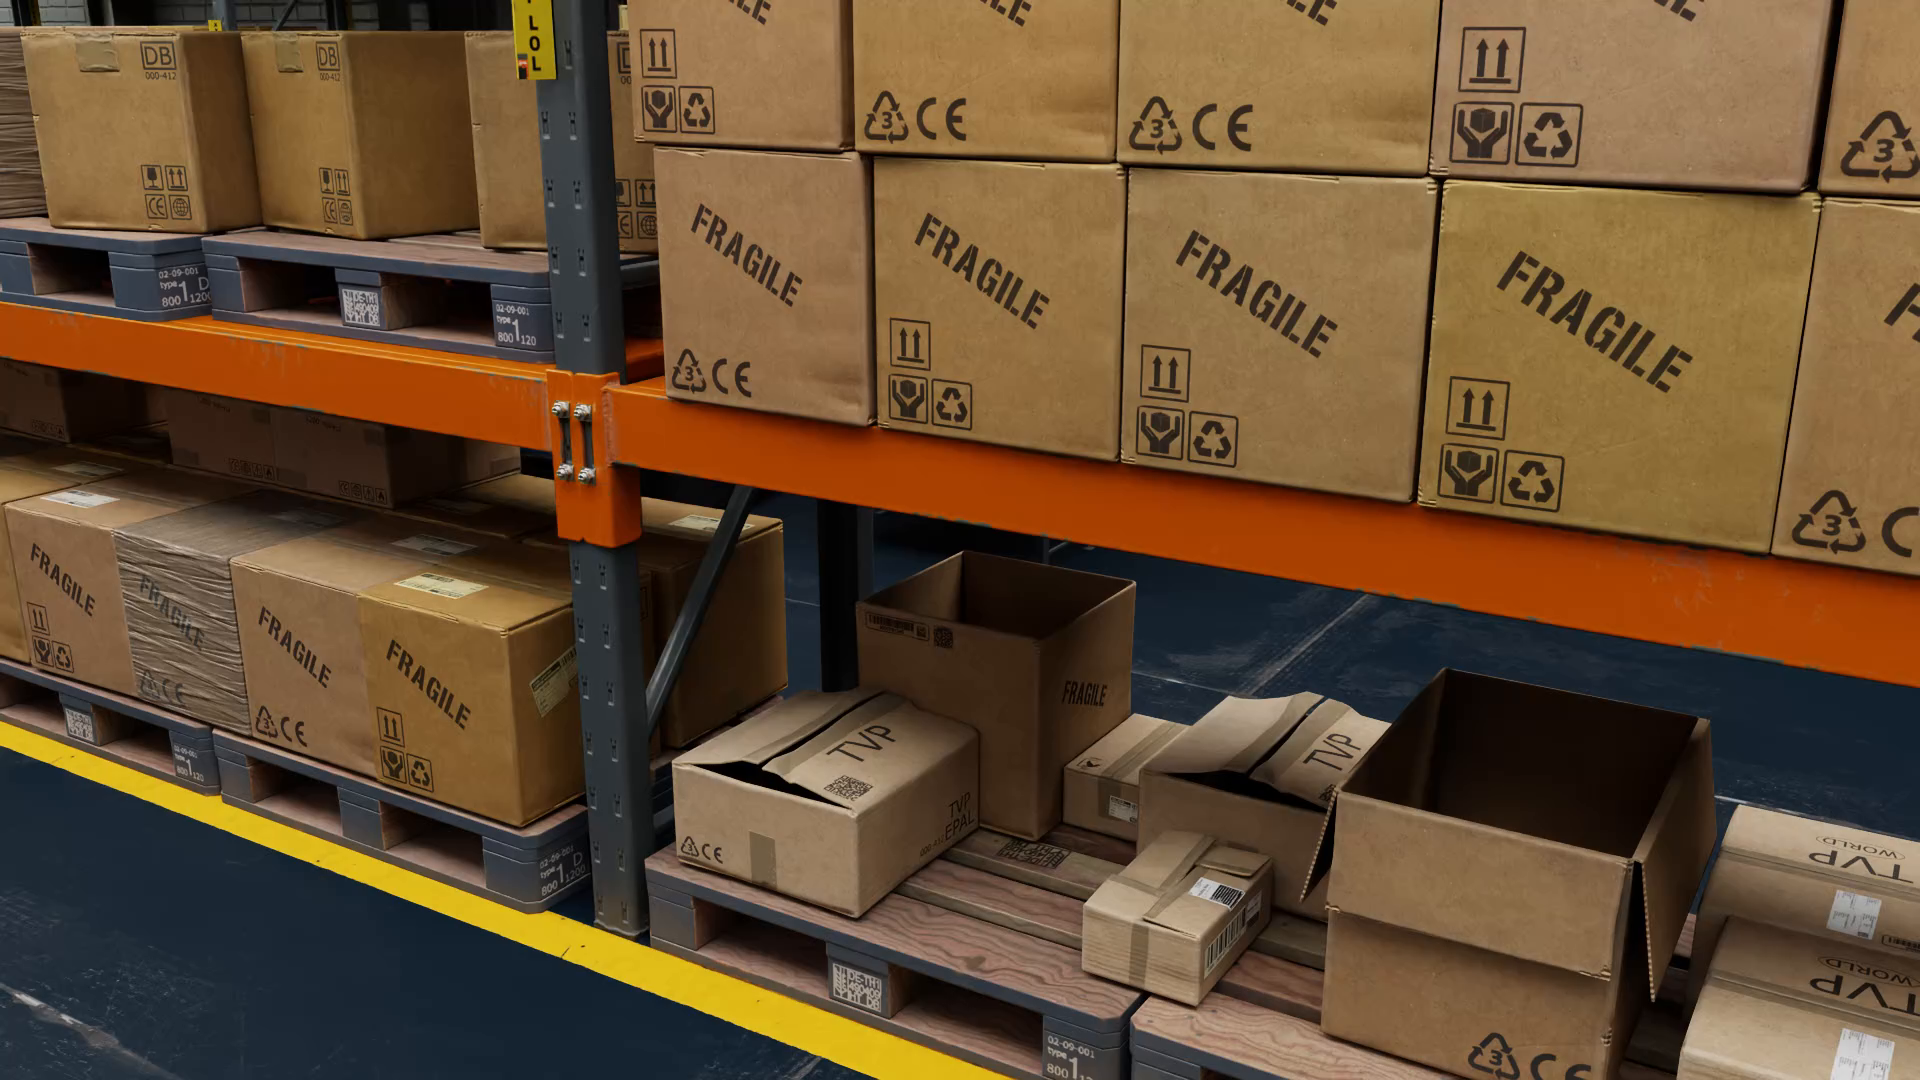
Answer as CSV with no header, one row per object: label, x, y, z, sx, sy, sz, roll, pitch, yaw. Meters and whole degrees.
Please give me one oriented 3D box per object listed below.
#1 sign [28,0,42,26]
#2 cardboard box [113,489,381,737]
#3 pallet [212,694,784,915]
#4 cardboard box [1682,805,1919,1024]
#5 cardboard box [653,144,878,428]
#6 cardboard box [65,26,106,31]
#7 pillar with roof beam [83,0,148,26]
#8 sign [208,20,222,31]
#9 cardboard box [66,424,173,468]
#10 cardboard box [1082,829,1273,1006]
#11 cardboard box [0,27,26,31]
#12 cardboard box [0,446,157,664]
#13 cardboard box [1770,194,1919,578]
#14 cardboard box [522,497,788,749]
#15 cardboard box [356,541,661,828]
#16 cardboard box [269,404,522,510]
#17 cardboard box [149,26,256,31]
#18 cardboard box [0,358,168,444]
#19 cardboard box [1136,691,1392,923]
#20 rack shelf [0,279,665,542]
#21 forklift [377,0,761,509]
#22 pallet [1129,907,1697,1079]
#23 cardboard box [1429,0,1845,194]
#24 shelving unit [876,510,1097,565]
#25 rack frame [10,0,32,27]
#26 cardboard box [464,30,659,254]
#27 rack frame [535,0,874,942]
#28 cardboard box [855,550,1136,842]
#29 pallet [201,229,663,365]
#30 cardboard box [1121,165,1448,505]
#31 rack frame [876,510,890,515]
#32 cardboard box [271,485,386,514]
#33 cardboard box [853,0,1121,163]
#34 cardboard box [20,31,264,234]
sign,-7.870,-4.535,14.113,0.005,0.325,0.100,10,20,30
cardboard box,-1.956,0.186,4.653,0.500,0.500,0.500,10,20,31
pallet,-1.254,0.578,4.616,1.213,0.211,1.003,10,20,30
cardboard box,1.700,0.766,3.172,0.500,0.250,0.500,10,20,30
cardboard box,-0.250,-0.545,3.343,0.500,0.500,0.500,11,20,31
cardboard box,-6.186,-3.532,12.282,0.500,0.500,0.500,9,19,28
pillar with roof beam,-9.382,-5.607,9.857,0.400,9.000,9.100,10,20,30
sign,-5.047,-3.365,11.309,0.005,0.325,0.100,10,20,30
cardboard box,-2.589,-0.102,5.601,0.500,0.500,0.500,9,19,28
cardboard box,0.445,0.749,3.371,0.250,0.166,0.380,10,20,30
cardboard box,-7.075,-3.687,12.791,0.500,0.500,0.500,9,19,28
cardboard box,-2.838,0.031,5.163,0.500,0.500,0.500,10,19,29
cardboard box,1.477,-0.238,2.331,0.500,0.500,0.500,10,20,30
cardboard box,-0.826,0.209,4.575,0.500,0.500,0.500,9,19,28
cardboard box,-1.112,0.339,4.147,0.500,0.500,0.500,10,20,30
cardboard box,-1.678,-0.302,4.967,0.500,0.250,0.500,10,20,30
cardboard box,-5.334,-3.378,11.776,0.500,0.500,0.500,10,20,30
cardboard box,-2.980,-0.532,5.726,0.500,0.250,0.500,11,20,32
cardboard box,0.732,0.564,3.732,0.500,0.311,0.500,10,20,30
rack shelf,-2.246,-0.602,4.941,4.000,0.370,1.077,10,20,30
forklift,-2.315,-1.703,7.444,3.031,2.935,1.130,7,18,23
pallet,1.087,0.982,3.285,1.213,0.211,1.003,10,20,30
cardboard box,1.031,-0.792,2.436,0.500,0.500,0.500,11,20,32
shelving unit,0.006,-0.537,6.714,1.048,1.125,0.538,10,20,30
rack frame,-8.178,-3.695,13.884,0.127,3.000,1.000,10,20,30
cardboard box,-0.828,-1.018,4.179,0.500,0.500,0.700,4,17,12
rack frame,-0.542,-0.642,3.835,0.127,3.000,1.000,10,20,30
cardboard box,0.092,0.360,4.080,0.500,0.500,0.500,10,20,30
pallet,-1.165,-0.699,4.352,1.213,0.211,1.003,10,20,30
cardboard box,0.613,-0.391,2.836,0.500,0.500,0.500,10,20,30
rack frame,-0.427,-0.615,6.969,0.032,1.125,0.500,10,20,30
cardboard box,-1.708,0.053,5.089,0.500,0.500,0.500,10,20,31
cardboard box,0.153,-0.949,2.951,0.500,0.500,0.500,9,19,28
cardboard box,-2.079,-1.144,4.593,0.500,0.500,0.700,5,18,16
